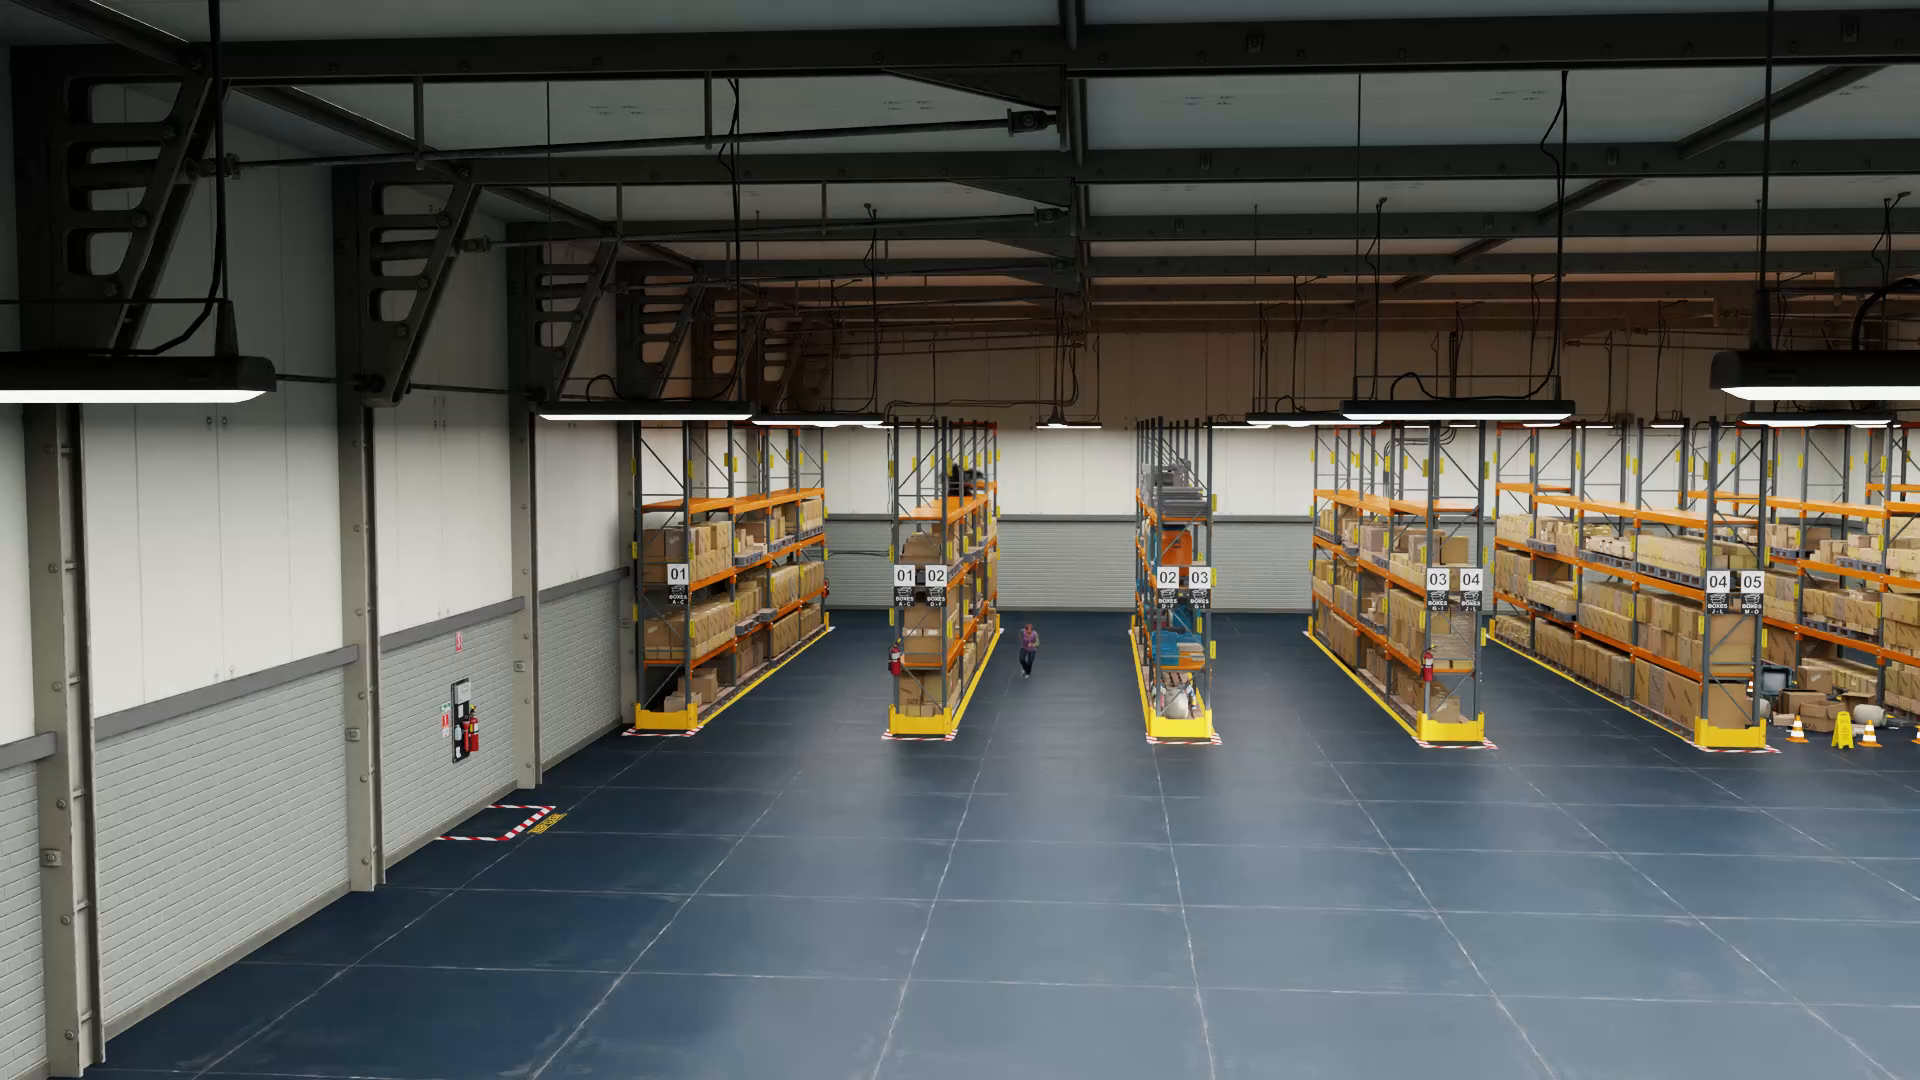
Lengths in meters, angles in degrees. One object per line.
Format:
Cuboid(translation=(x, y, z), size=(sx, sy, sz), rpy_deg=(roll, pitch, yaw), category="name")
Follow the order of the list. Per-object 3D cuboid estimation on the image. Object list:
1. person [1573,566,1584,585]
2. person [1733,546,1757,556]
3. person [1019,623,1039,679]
Cuboid(translation=(18.054, 1.660, 48.779), size=(0.799, 1.783, 0.567), rpy_deg=(-2, 4, -28), category="person")
Cuboid(translation=(18.073, 1.552, 36.388), size=(9.045, 3.613, 11.031), rpy_deg=(0, 4, -7), category="person")
Cuboid(translation=(1.565, 2.543, 38.111), size=(0.551, 1.358, 0.922), rpy_deg=(1, 4, 11), category="person")
